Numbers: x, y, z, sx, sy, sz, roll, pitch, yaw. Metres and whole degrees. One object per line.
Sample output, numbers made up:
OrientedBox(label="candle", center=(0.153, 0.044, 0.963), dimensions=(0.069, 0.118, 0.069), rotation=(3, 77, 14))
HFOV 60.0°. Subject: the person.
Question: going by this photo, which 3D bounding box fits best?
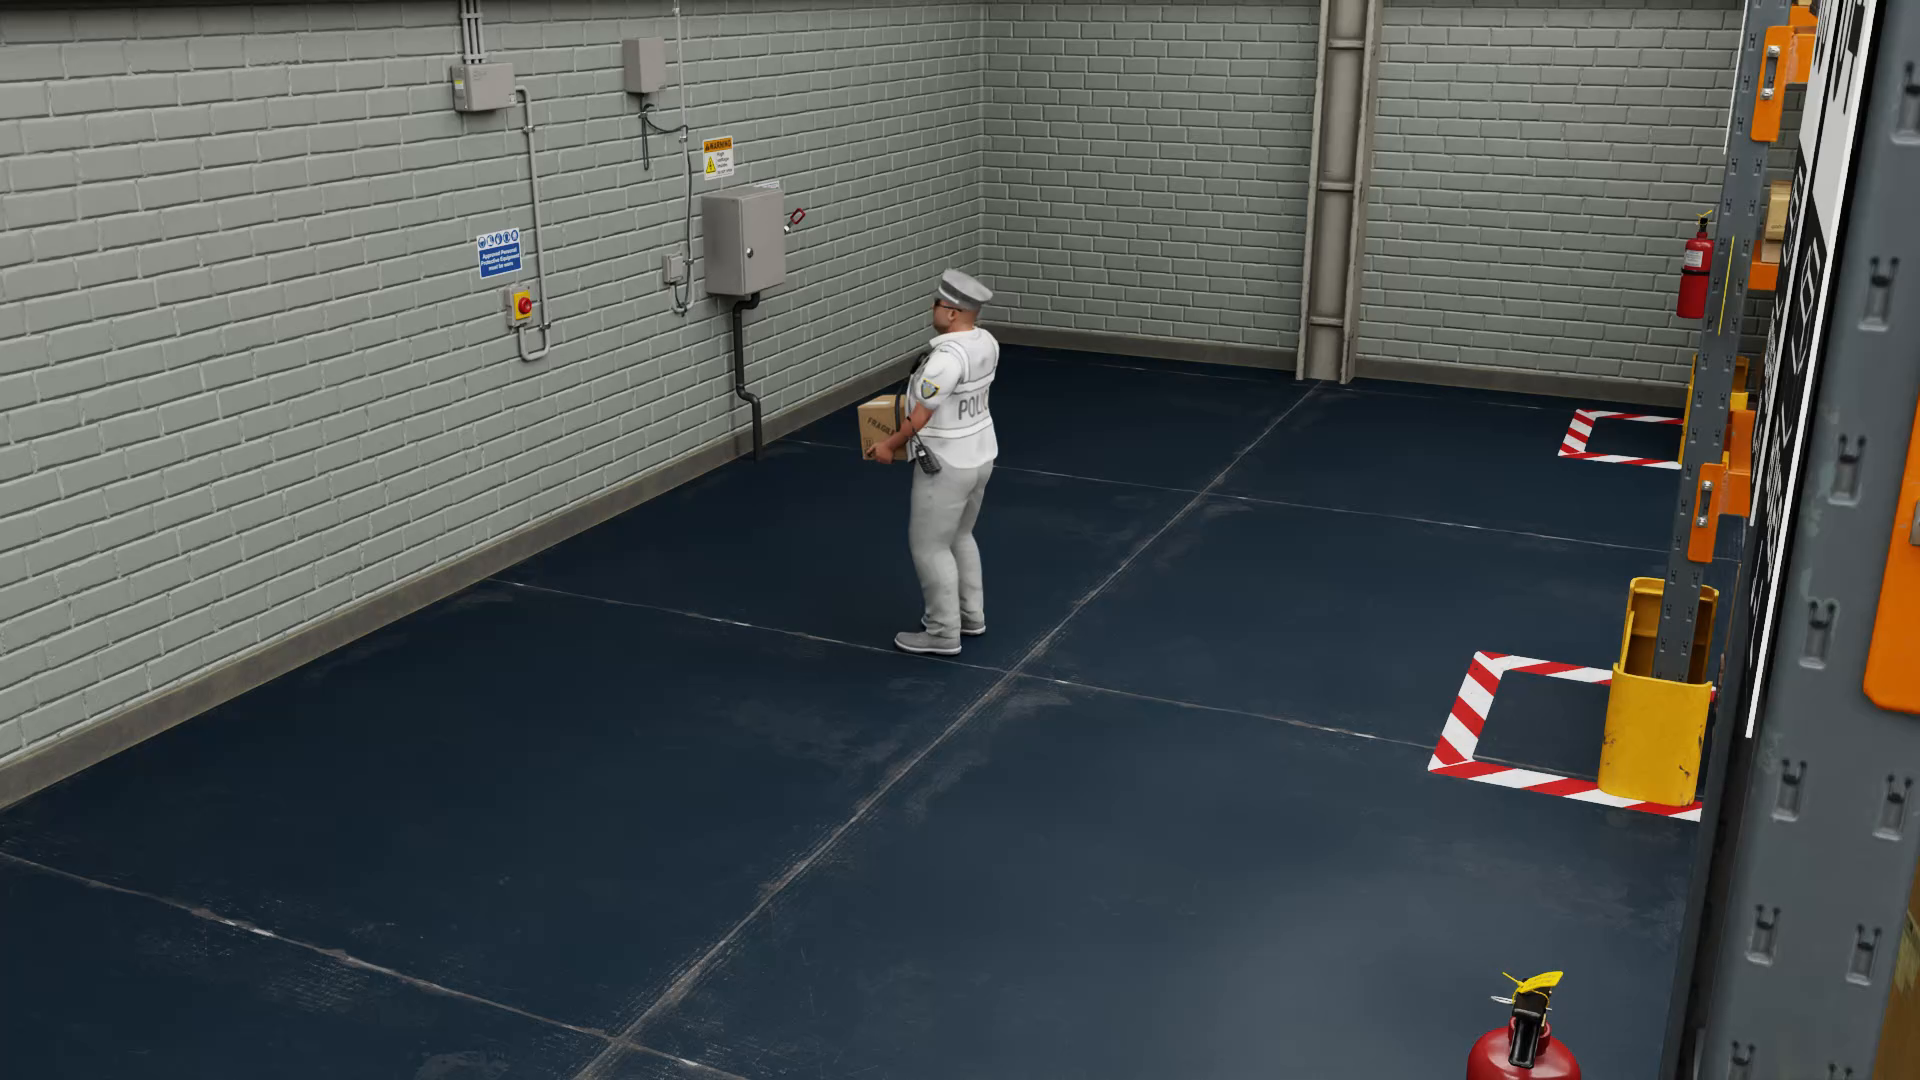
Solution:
OrientedBox(label="person", center=(-0.124, -0.365, 7.585), dimensions=(0.562, 1.770, 0.495), rotation=(8, 21, 23))
